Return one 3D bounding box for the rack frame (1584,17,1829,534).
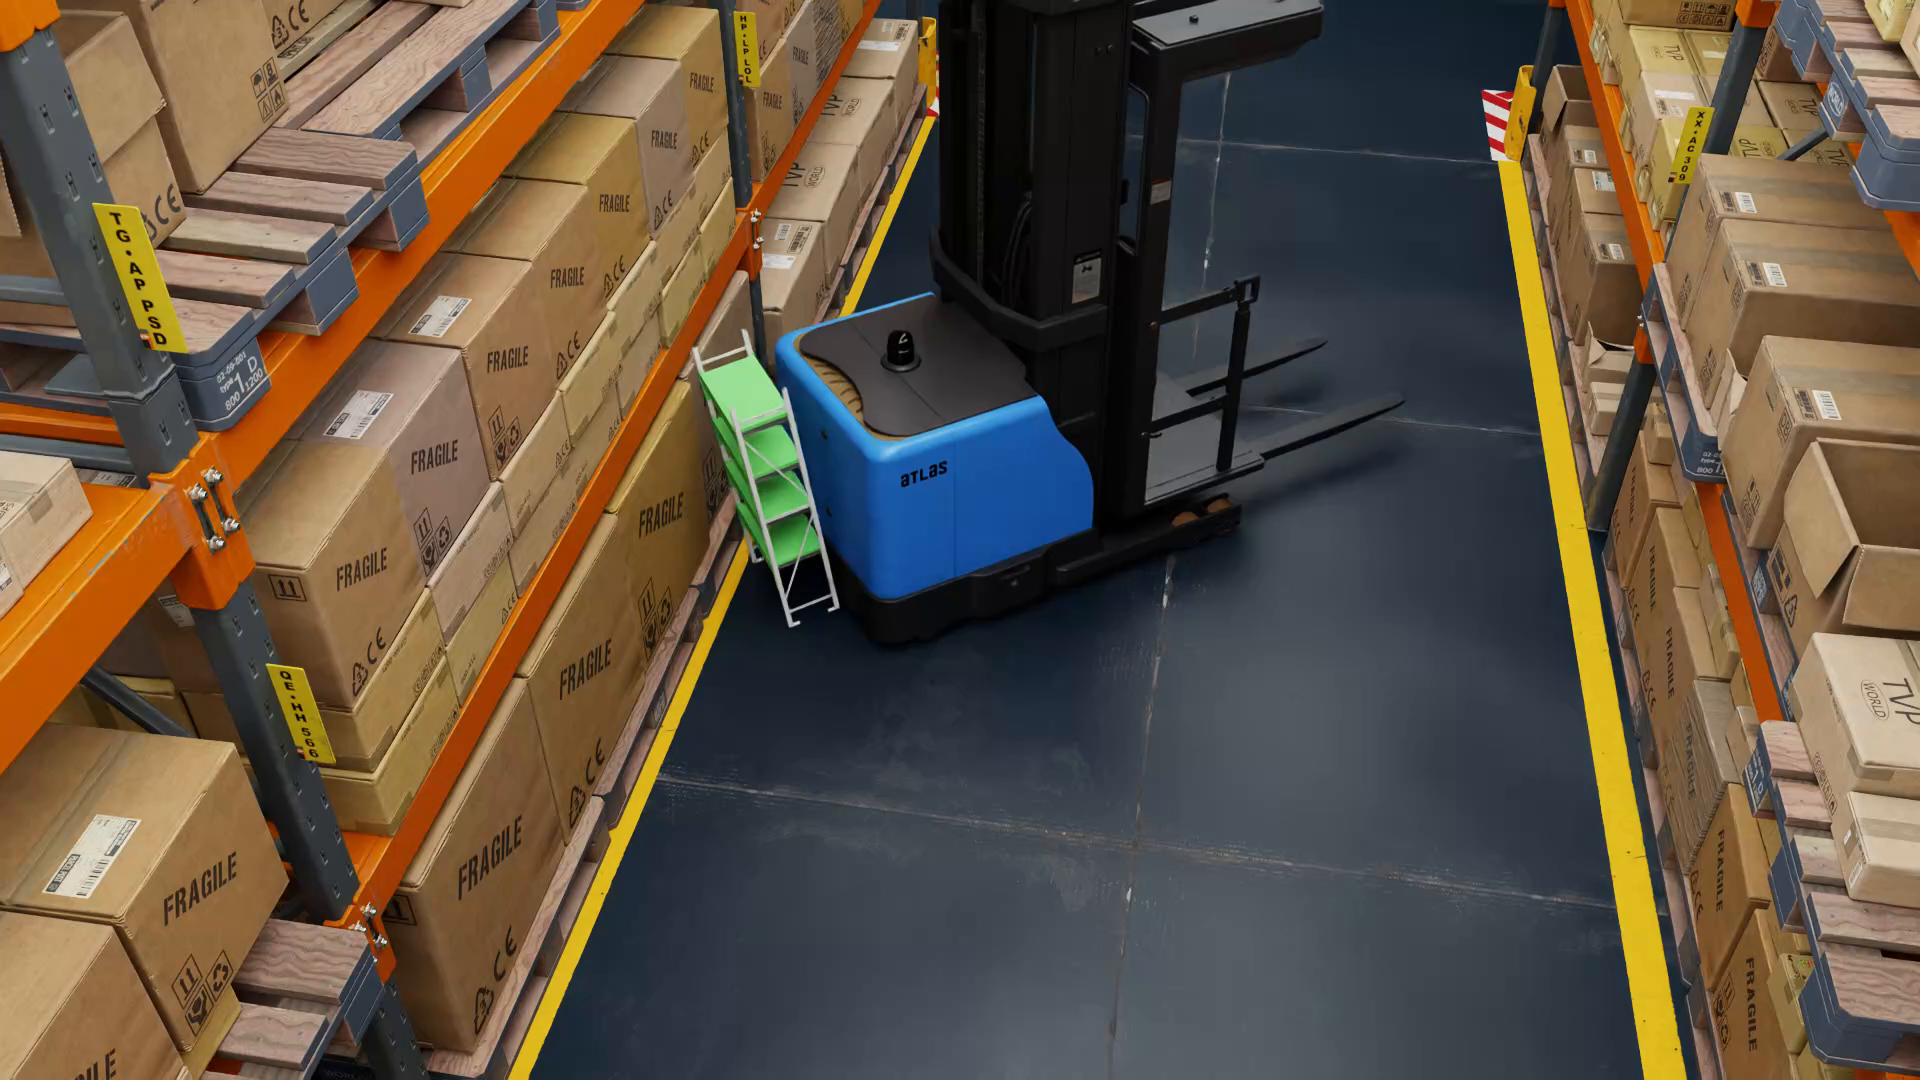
[{"bbox_3d":[3.445,-1.179,6.822,1.000,3.000,0.127,6,40,8],"label":"rack frame"}]

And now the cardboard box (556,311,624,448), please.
[{"bbox_3d":[-1.516,-0.592,5.837,0.500,0.250,0.500,7,40,8],"label":"cardboard box"}]

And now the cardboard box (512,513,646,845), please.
[{"bbox_3d":[-1.777,0.460,6.178,0.875,0.875,0.875,7,40,8],"label":"cardboard box"}]

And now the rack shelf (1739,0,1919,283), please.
[{"bbox_3d":[3.099,-0.803,4.577,1.077,0.370,4.000,6,40,8],"label":"rack shelf"}]

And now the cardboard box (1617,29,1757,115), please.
[{"bbox_3d":[3.464,-2.210,7.953,0.500,0.250,0.500,6,40,7],"label":"cardboard box"}]

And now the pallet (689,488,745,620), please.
[{"bbox_3d":[-1.504,-0.157,7.774,1.003,0.211,1.213,6,40,8],"label":"pallet"}]

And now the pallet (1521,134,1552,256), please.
[{"bbox_3d":[3.987,-2.066,10.084,1.003,0.211,1.213,6,40,8],"label":"pallet"}]

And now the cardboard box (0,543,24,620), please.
[{"bbox_3d":[-2.019,0.105,3.112,0.380,0.149,0.250,6,40,8],"label":"cardboard box"}]

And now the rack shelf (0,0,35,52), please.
[{"bbox_3d":[-2.483,0.161,1.372,1.077,0.370,4.000,6,40,8],"label":"rack shelf"}]

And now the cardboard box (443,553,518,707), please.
[{"bbox_3d":[-1.733,0.241,5.223,0.500,0.250,0.500,5,40,6],"label":"cardboard box"}]

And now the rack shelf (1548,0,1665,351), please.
[{"bbox_3d":[3.791,-2.157,8.569,1.077,0.370,4.000,6,40,8],"label":"rack shelf"}]

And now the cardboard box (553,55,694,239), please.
[{"bbox_3d":[-1.357,-1.514,6.364,0.500,0.500,0.500,7,40,9],"label":"cardboard box"}]

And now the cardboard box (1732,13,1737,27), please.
[{"bbox_3d":[4.048,-2.466,8.263,0.500,0.250,0.500,6,40,8],"label":"cardboard box"}]

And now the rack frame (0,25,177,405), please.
[{"bbox_3d":[-2.137,-1.526,2.533,1.000,3.000,0.127,6,40,8],"label":"rack frame"}]

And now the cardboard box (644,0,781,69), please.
[{"bbox_3d":[-1.123,-2.420,7.460,0.500,0.500,0.500,7,40,8],"label":"cardboard box"}]

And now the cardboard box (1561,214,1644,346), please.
[{"bbox_3d":[3.572,-1.331,8.638,0.700,0.500,0.500,5,40,6],"label":"cardboard box"}]

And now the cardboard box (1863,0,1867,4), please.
[{"bbox_3d":[2.827,-1.654,4.831,0.380,0.149,0.250,6,40,7],"label":"cardboard box"}]

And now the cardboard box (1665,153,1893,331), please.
[{"bbox_3d":[3.141,-1.101,6.319,0.700,0.500,0.500,7,40,9],"label":"cardboard box"}]

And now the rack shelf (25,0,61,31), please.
[{"bbox_3d":[-1.790,-2.350,4.408,1.077,0.370,4.000,6,40,8],"label":"rack shelf"}]

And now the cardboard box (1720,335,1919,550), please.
[{"bbox_3d":[2.916,-0.283,5.330,0.700,0.500,0.500,6,40,7],"label":"cardboard box"}]

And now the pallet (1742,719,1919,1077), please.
[{"bbox_3d":[2.801,0.972,4.371,1.213,0.211,1.003,6,40,8],"label":"pallet"}]

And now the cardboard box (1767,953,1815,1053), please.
[{"bbox_3d":[2.606,1.370,4.862,0.380,0.149,0.250,4,40,5],"label":"cardboard box"}]

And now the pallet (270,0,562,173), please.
[{"bbox_3d":[-1.887,-1.409,4.894,1.003,0.211,1.213,8,40,10],"label":"pallet"}]

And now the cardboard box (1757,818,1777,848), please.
[{"bbox_3d":[2.828,0.893,5.439,0.380,0.149,0.250,6,40,7],"label":"cardboard box"}]

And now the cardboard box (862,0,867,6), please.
[{"bbox_3d":[-0.756,-3.304,9.313,0.500,0.500,0.500,7,40,9],"label":"cardboard box"}]

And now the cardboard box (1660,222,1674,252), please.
[{"bbox_3d":[3.252,-1.310,7.178,0.380,0.149,0.250,7,40,8],"label":"cardboard box"}]

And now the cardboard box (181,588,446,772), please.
[{"bbox_3d":[-1.806,0.361,4.685,0.500,0.250,0.500,6,40,7],"label":"cardboard box"}]

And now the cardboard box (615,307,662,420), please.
[{"bbox_3d":[-1.469,-0.723,6.388,0.500,0.250,0.500,5,40,6],"label":"cardboard box"}]

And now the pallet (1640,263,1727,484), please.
[{"bbox_3d":[3.199,-0.616,6.291,1.003,0.211,1.213,6,40,8],"label":"pallet"}]

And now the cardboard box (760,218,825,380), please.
[{"bbox_3d":[-1.230,-1.281,8.626,0.875,0.438,0.875,6,40,7],"label":"cardboard box"}]

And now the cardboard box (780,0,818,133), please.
[{"bbox_3d":[-1.014,-2.344,8.152,0.500,0.500,0.500,7,40,8],"label":"cardboard box"}]

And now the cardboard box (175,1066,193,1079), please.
[{"bbox_3d":[-1.936,1.292,3.701,0.380,0.149,0.250,6,40,7],"label":"cardboard box"}]

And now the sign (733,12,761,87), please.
[{"bbox_3d":[-0.908,-2.086,7.073,0.100,0.325,0.005,6,40,8],"label":"sign"}]

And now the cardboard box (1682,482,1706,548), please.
[{"bbox_3d":[3.116,-0.087,6.624,0.380,0.149,0.250,4,40,5],"label":"cardboard box"}]

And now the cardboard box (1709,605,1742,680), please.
[{"bbox_3d":[2.957,0.395,6.042,0.380,0.149,0.250,8,40,9],"label":"cardboard box"}]

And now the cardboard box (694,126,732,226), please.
[{"bbox_3d":[-1.281,-1.555,7.003,0.500,0.250,0.500,6,40,8],"label":"cardboard box"}]

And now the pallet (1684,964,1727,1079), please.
[{"bbox_3d":[2.919,1.942,5.236,1.003,0.211,1.213,6,40,8],"label":"pallet"}]

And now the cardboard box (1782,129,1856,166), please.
[{"bbox_3d":[3.797,-1.517,7.115,0.500,0.250,0.500,6,40,7],"label":"cardboard box"}]

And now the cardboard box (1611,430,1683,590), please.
[{"bbox_3d":[3.140,-0.099,7.148,0.500,0.500,0.500,8,40,10],"label":"cardboard box"}]

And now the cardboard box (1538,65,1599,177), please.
[{"bbox_3d":[3.938,-2.516,10.068,0.797,0.503,0.637,5,40,6],"label":"cardboard box"}]

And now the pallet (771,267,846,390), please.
[{"bbox_3d":[-1.236,-1.118,8.937,1.003,0.211,1.213,6,40,8],"label":"pallet"}]

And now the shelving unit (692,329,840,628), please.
[{"bbox_3d":[-0.815,-0.246,7.077,0.258,1.200,0.503,-22,43,-14],"label":"shelving unit"}]

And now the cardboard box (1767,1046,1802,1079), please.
[{"bbox_3d":[2.614,1.844,4.798,0.500,0.500,0.500,7,40,9],"label":"cardboard box"}]

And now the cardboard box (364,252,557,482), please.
[{"bbox_3d":[-1.629,-0.556,5.205,0.500,0.500,0.500,7,40,9],"label":"cardboard box"}]

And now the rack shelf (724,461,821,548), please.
[{"bbox_3d":[-0.807,-0.198,7.119,0.258,0.148,0.480,-22,43,-14],"label":"rack shelf"}]

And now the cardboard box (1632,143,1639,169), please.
[{"bbox_3d":[3.368,-1.803,7.774,0.380,0.149,0.250,7,40,9],"label":"cardboard box"}]

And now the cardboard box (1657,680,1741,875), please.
[{"bbox_3d":[2.871,0.874,5.971,0.500,0.500,0.500,5,40,6],"label":"cardboard box"}]

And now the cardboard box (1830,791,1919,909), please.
[{"bbox_3d":[2.489,0.812,4.282,0.380,0.149,0.250,7,40,8],"label":"cardboard box"}]

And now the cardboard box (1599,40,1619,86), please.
[{"bbox_3d":[3.513,-2.446,8.552,0.380,0.149,0.250,7,40,9],"label":"cardboard box"}]

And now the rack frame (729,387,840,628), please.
[{"bbox_3d":[-0.715,-0.108,6.903,0.240,1.200,0.015,-22,43,-14],"label":"rack frame"}]

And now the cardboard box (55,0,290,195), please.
[{"bbox_3d":[-2.152,-1.212,4.100,0.700,0.500,0.500,5,40,5],"label":"cardboard box"}]

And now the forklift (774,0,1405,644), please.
[{"bbox_3d":[0.728,-1.369,7.106,3.031,2.935,1.130,-20,43,-22],"label":"forklift"}]

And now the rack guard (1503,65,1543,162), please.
[{"bbox_3d":[4.124,-2.678,10.597,1.175,0.500,0.348,6,40,8],"label":"rack guard"}]

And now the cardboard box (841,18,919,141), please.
[{"bbox_3d":[-0.768,-2.984,10.686,0.875,0.438,0.875,5,40,6],"label":"cardboard box"}]
